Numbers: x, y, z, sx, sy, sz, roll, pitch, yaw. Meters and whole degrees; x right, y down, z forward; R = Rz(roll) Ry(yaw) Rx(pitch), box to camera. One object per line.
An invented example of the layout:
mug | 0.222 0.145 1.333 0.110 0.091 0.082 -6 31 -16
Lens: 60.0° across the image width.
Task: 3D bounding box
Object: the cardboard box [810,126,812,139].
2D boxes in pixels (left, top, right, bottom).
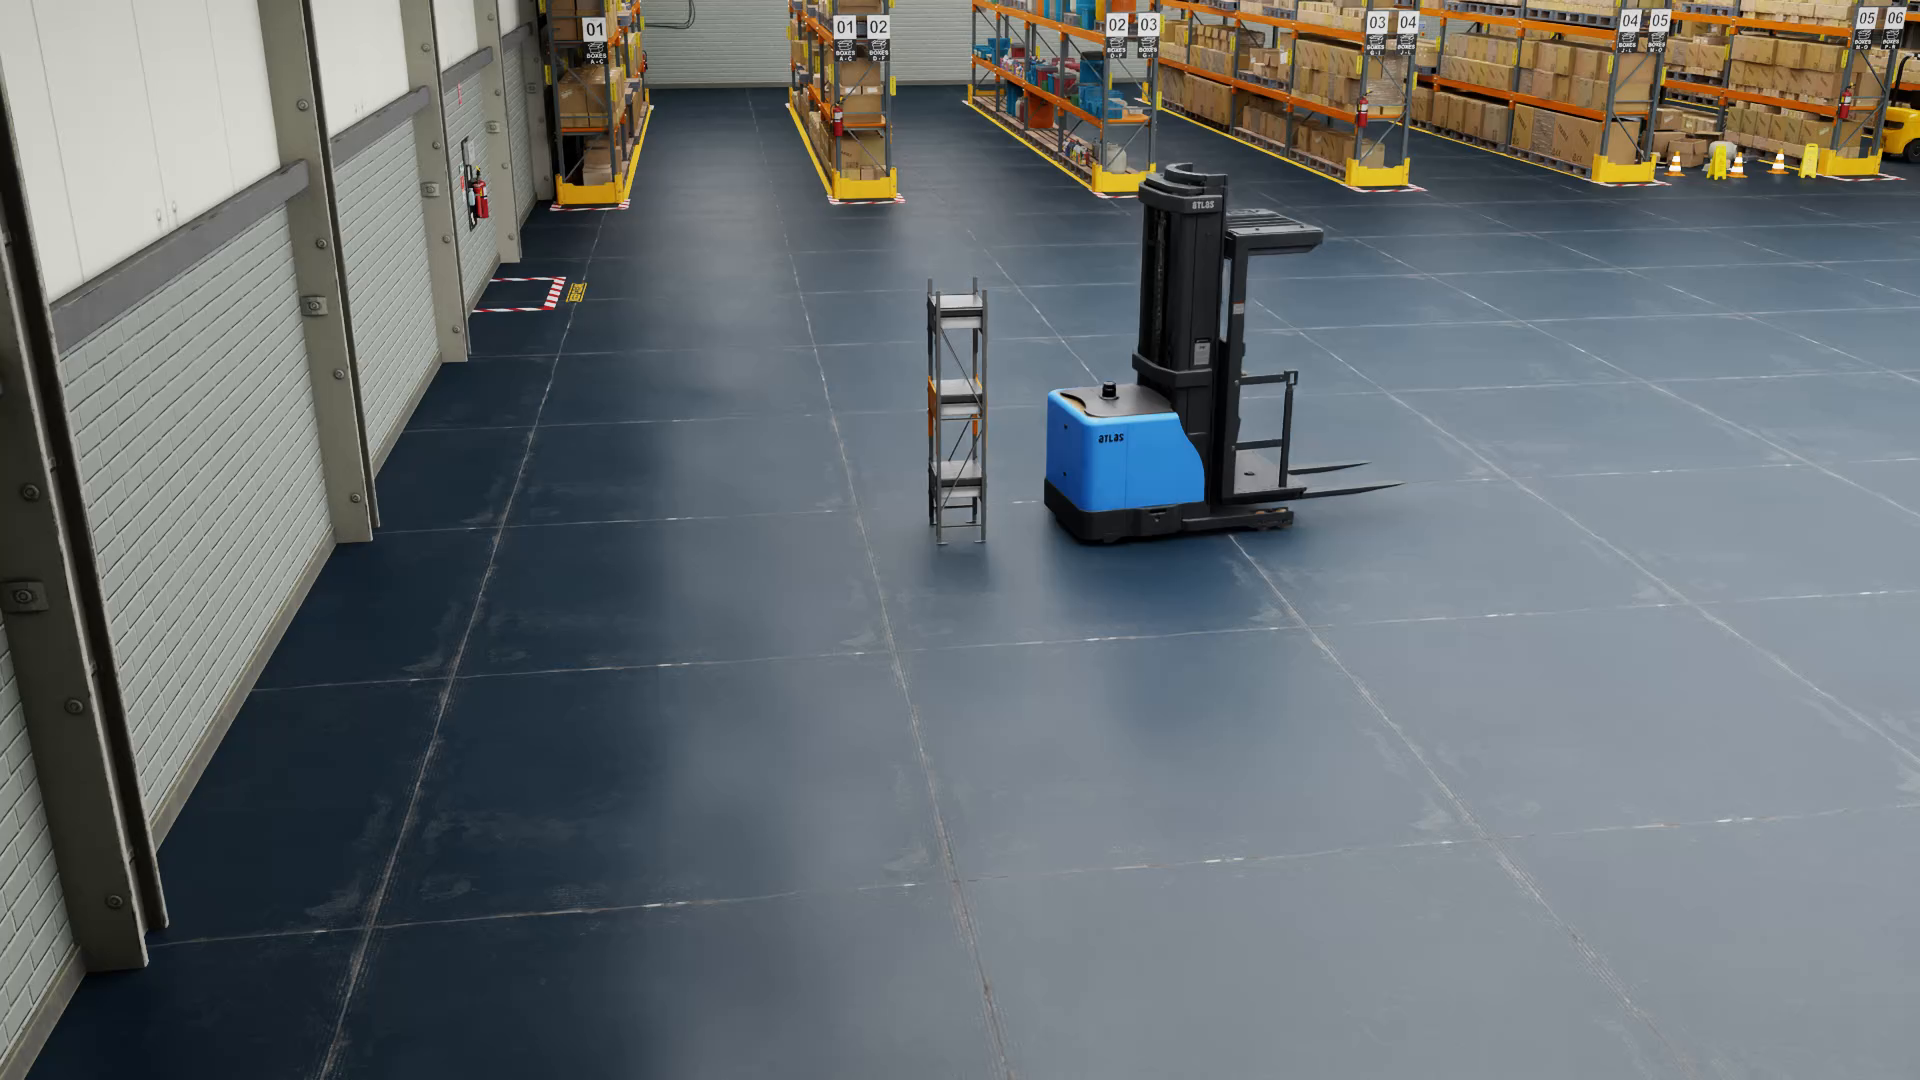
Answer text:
cardboard box | -3.058 -9.048 36.985 0.500 0.250 0.500 -3 21 -9

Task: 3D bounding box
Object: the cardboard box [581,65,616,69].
cardboard box | -7.281 -9.305 33.570 0.700 0.500 0.500 -3 21 -8

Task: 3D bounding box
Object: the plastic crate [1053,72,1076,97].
plastic crate | 2.190 -9.556 34.922 0.402 0.464 0.583 -3 21 -8

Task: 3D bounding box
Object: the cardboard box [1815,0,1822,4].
cardboard box | 17.438 -10.855 33.426 0.380 0.149 0.250 -3 21 -8

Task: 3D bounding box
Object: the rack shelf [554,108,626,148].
rack shelf | -6.953 -7.844 31.459 1.077 0.370 4.000 -3 21 -8

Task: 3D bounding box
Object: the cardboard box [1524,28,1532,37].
cardboard box | 15.628 -13.909 45.098 0.500 0.500 0.500 -3 21 -7

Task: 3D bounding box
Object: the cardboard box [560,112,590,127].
cardboard box | -6.924 -7.580 29.909 0.500 0.250 0.500 -3 21 -7

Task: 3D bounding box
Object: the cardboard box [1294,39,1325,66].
cardboard box | 7.277 -10.109 34.498 0.500 0.500 0.500 -3 21 -8

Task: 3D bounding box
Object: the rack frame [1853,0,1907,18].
rack frame | 17.847 -11.548 31.775 1.000 3.000 0.127 -3 21 -8

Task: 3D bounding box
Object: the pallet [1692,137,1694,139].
pallet | 16.977 -9.509 38.875 1.003 0.211 1.213 -3 21 -8

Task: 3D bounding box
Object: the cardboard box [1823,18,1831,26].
cardboard box | 17.446 -10.313 33.114 0.380 0.149 0.250 -2 21 -6

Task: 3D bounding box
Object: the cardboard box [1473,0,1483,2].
cardboard box | 11.843 -12.217 37.237 0.500 0.311 0.500 -3 21 -9

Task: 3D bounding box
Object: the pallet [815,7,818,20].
pallet | -2.566 -11.209 35.423 1.003 0.211 1.213 -2 21 -5

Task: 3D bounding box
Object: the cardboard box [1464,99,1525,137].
cardboard box | 12.073 -9.526 37.549 1.050 0.750 0.750 -3 21 -8

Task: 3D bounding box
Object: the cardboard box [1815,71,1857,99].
cardboard box | 17.496 -9.098 33.221 0.500 0.500 0.500 -3 21 -9

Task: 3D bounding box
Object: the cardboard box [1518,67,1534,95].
cardboard box | 12.451 -9.781 35.404 0.875 0.550 0.550 -3 21 -8

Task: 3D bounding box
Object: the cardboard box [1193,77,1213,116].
cardboard box | 6.552 -11.064 41.490 1.225 0.875 0.875 -4 21 -10

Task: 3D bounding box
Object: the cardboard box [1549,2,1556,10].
cardboard box | 12.251 -10.874 33.872 0.380 0.149 0.250 -3 21 -9

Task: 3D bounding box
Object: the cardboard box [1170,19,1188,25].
cardboard box | 6.064 -14.043 45.745 0.500 0.500 0.500 -3 21 -7

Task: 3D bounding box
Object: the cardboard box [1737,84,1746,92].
cardboard box | 17.086 -9.795 36.014 0.380 0.149 0.250 -2 21 -6

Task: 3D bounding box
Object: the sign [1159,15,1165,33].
sign | 3.684 -9.424 30.361 0.100 0.325 0.005 -3 21 -8

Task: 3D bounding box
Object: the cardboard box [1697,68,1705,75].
cardboard box | 16.830 -10.546 37.424 0.380 0.149 0.250 -3 21 -9

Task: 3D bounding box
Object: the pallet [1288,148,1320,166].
pallet | 7.595 -8.086 35.064 1.003 0.211 1.213 -3 21 -8

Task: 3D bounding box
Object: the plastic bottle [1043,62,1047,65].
plastic bottle | 2.043 -11.346 39.986 0.152 0.276 0.135 -3 21 -8

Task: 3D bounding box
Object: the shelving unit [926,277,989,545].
shelving unit | -0.024 -1.041 13.502 0.431 2.100 0.503 -3 21 -8

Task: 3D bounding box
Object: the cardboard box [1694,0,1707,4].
cardboard box | 16.902 -12.202 37.425 0.500 0.250 0.500 -3 21 -7

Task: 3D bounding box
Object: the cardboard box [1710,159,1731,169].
cardboard box | 15.659 -7.754 34.265 0.380 0.149 0.250 8 22 20

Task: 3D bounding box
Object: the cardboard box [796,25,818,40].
cardboard box | -3.822 -12.572 41.517 0.500 0.500 0.500 -3 21 -7

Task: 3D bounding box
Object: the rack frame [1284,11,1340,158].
rack frame | 7.464 -9.623 35.194 1.000 3.000 0.127 -3 21 -8

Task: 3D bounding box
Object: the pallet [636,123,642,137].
pallet | -8.029 -9.651 39.253 1.003 0.211 1.213 -3 21 -8

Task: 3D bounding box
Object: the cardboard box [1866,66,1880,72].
cardboard box | 21.649 -10.991 39.072 0.500 0.250 0.500 -2 21 -6

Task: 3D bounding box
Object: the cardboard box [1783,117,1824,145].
cardboard box | 17.395 -8.443 34.292 0.500 0.500 0.500 -2 21 -6

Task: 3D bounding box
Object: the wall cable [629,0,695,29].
wall cable | -9.433 -16.361 49.097 3.097 2.526 0.112 -3 21 -8

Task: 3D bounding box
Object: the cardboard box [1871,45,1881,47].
cardboard box | 21.977 -11.830 40.033 0.380 0.149 0.250 -3 21 -8

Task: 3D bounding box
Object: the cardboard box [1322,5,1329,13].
cardboard box | 7.431 -10.567 33.079 0.380 0.149 0.250 -3 21 -9

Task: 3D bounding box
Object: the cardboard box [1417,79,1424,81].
cardboard box | 11.652 -11.561 42.285 0.500 0.250 0.500 -2 21 -5

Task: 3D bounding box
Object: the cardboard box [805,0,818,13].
cardboard box | -3.013 -12.111 37.426 0.910 0.500 0.500 -3 21 -8

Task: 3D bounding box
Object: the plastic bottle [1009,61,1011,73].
plastic bottle | 1.266 -11.505 40.409 0.152 0.276 0.135 -3 21 -8

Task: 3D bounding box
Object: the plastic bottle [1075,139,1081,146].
plastic bottle | 2.411 -8.045 34.127 0.144 0.351 0.185 -3 21 -8

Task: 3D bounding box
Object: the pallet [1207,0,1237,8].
pallet | 6.578 -12.932 40.037 1.003 0.211 1.213 -2 21 -5

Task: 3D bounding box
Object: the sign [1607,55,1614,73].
sign | 12.424 -9.084 31.758 0.100 0.325 0.005 -3 21 -8

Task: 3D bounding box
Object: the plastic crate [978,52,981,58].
plastic crate | 0.605 -12.981 44.475 0.250 0.136 0.298 -3 21 -8

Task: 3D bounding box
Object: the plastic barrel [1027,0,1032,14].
plastic barrel | 1.727 -12.093 37.360 0.421 0.512 0.421 0 20 0

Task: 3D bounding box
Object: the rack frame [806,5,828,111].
rack frame | -2.916 -10.510 37.568 1.000 3.000 0.127 -3 21 -8

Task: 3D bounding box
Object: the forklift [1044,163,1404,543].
forklift | 2.300 -1.620 13.863 3.031 2.935 1.130 -6 21 -15

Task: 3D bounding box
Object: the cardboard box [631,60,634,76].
cardboard box | -7.701 -10.817 37.794 0.500 0.500 0.500 -2 21 -6

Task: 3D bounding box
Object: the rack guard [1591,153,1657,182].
rack guard | 12.967 -7.274 32.477 1.175 0.500 0.348 -3 21 -8

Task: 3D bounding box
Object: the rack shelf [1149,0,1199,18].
rack shelf | 6.022 -14.154 44.065 1.077 0.370 4.000 -3 21 -8

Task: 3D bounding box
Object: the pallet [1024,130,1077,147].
pallet | 2.059 -9.182 37.998 1.003 0.211 1.213 -3 21 -8

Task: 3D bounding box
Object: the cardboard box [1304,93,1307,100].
cardboard box | 7.329 -9.157 34.306 0.380 0.149 0.250 -3 21 -8
